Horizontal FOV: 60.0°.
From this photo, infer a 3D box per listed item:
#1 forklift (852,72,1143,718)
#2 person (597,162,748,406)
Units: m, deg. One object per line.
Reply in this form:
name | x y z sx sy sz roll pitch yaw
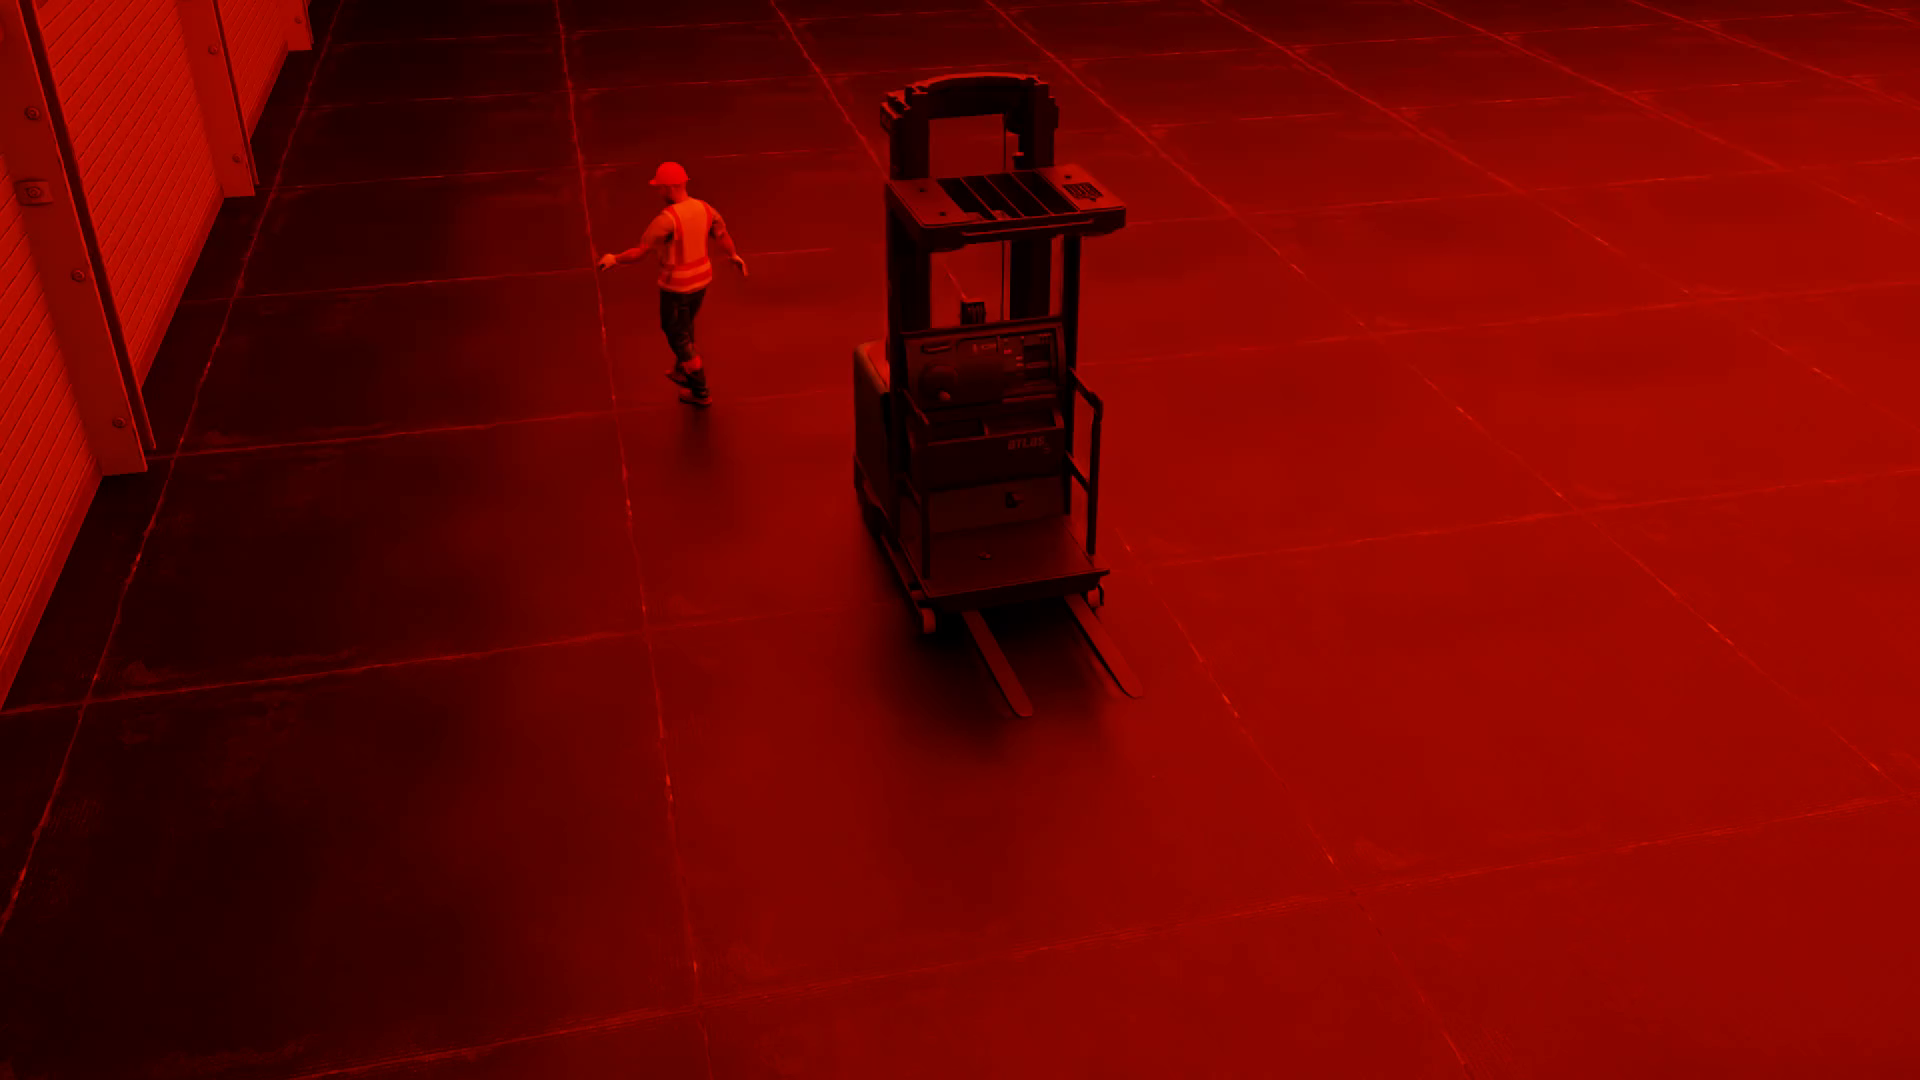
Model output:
forklift | 0.208 -0.944 9.205 1.130 2.935 3.031 -8 31 -14
person | -2.044 -1.880 12.022 0.700 1.781 1.031 22 37 33
